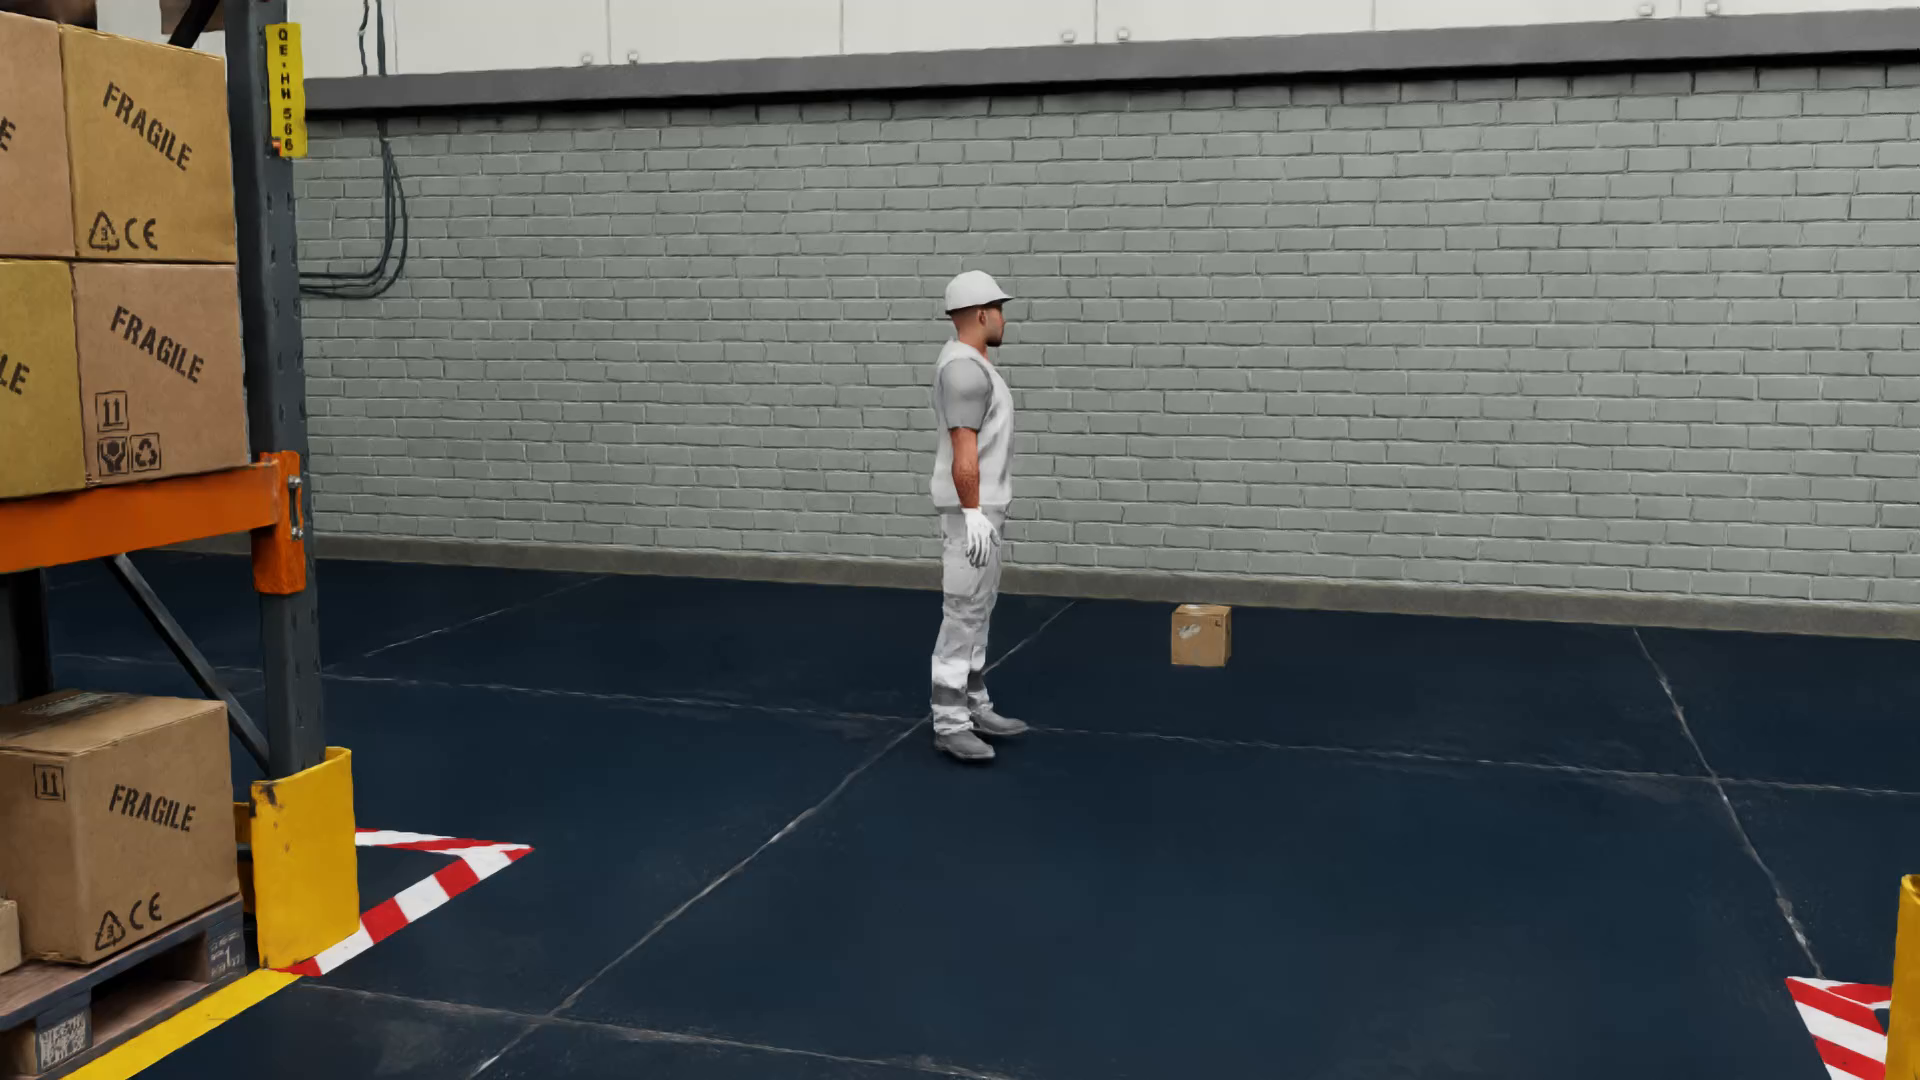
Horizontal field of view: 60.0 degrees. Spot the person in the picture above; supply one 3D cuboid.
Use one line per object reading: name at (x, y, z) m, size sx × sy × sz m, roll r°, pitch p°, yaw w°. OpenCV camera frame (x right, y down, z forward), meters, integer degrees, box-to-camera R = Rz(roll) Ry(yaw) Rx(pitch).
person at (0.073, -0.108, 6.290) m, size 0.378 × 1.797 × 0.636 m, roll 1°, pitch 8°, yaw 4°
